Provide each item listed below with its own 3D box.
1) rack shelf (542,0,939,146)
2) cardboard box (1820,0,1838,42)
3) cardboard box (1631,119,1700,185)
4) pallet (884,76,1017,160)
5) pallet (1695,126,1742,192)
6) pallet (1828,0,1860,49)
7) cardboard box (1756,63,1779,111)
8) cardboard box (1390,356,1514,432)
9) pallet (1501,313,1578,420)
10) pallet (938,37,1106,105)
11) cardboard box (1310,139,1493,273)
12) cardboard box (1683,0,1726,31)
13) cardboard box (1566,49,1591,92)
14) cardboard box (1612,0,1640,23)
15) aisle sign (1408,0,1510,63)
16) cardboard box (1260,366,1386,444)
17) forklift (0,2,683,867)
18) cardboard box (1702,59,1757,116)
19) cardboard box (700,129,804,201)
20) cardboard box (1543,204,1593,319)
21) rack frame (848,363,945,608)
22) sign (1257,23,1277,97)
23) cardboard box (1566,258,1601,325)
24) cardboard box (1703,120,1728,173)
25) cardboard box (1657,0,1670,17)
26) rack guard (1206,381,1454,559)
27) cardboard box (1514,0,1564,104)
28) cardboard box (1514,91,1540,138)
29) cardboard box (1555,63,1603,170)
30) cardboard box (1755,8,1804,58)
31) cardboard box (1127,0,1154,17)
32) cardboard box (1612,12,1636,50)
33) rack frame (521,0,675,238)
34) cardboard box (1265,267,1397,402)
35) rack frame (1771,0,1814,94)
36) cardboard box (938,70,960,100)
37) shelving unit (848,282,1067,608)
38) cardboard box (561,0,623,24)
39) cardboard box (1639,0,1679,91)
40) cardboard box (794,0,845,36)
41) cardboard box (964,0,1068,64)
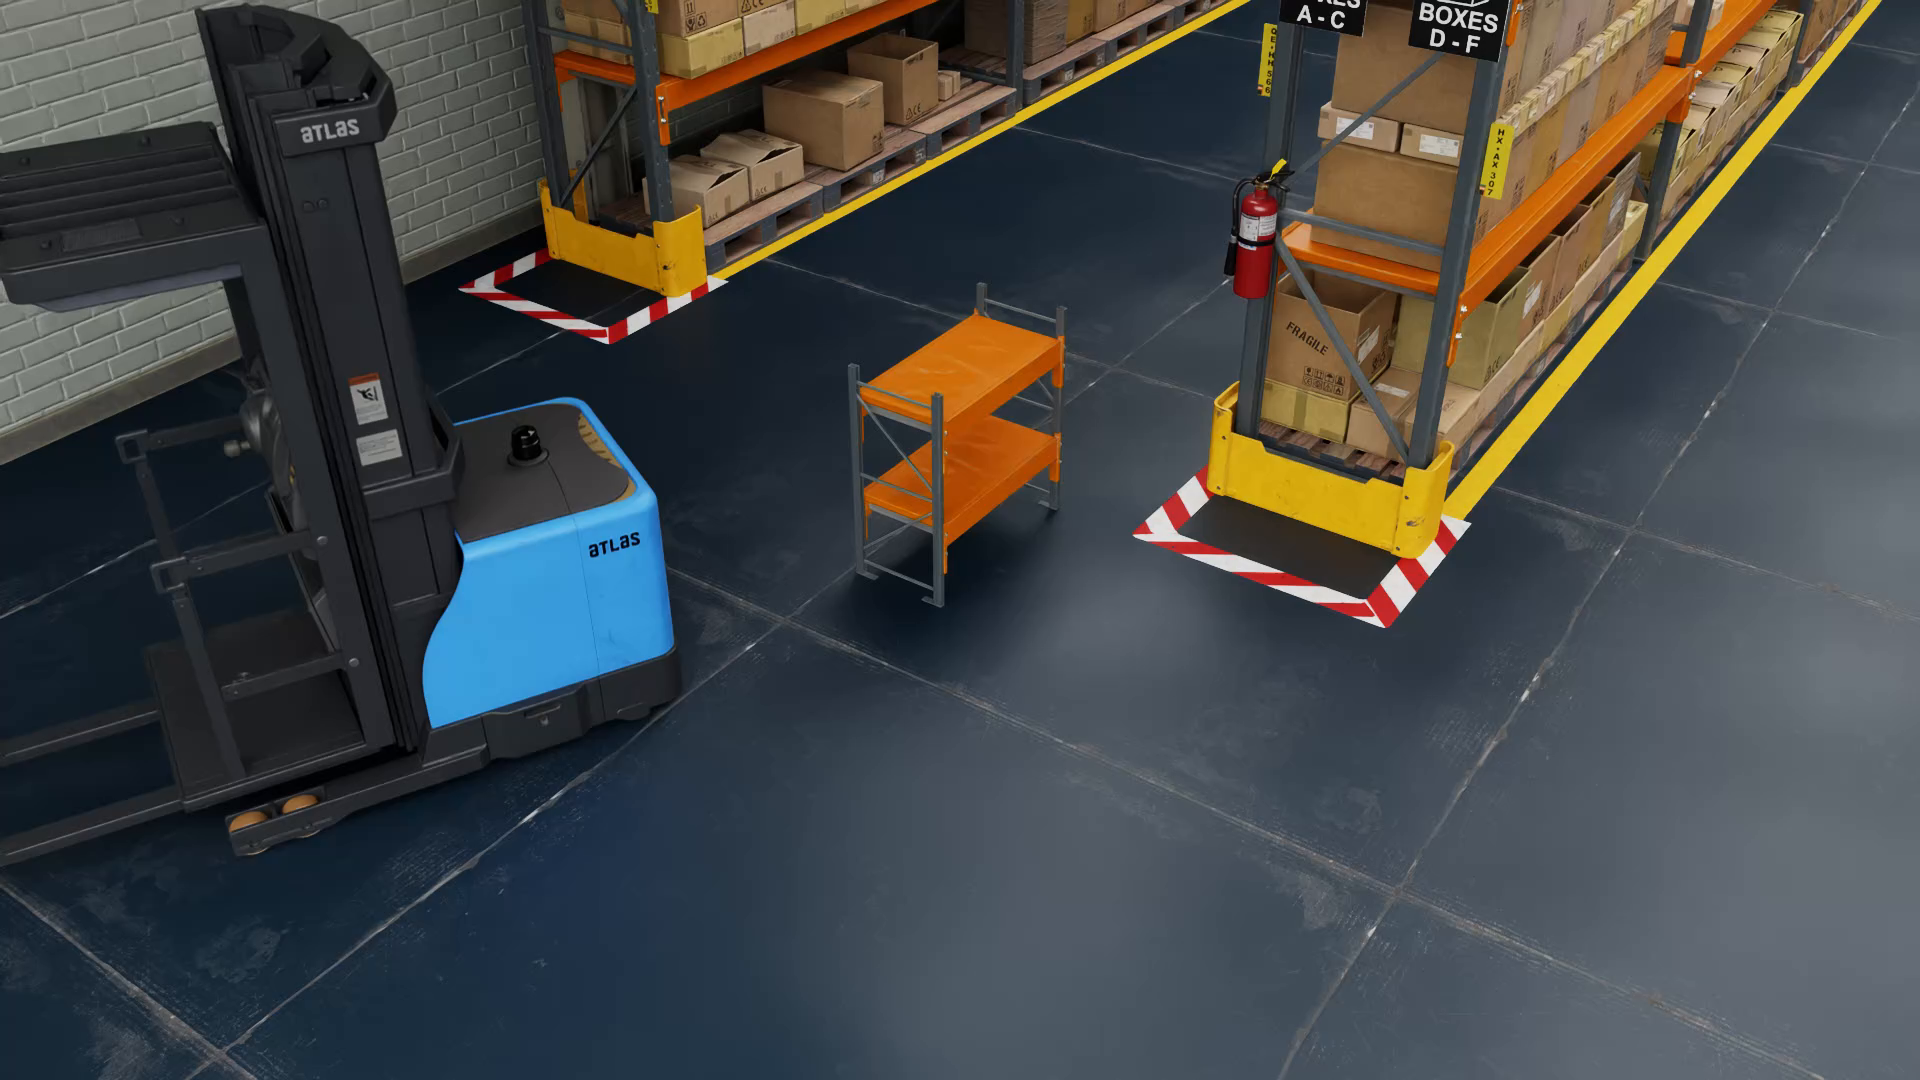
[{"bbox_3d":[-1.083,-3.616,11.561,1.077,0.370,4.000,21,39,28],"label":"rack shelf"},{"bbox_3d":[7.198,-4.602,14.216,0.500,0.500,0.500,20,39,27],"label":"cardboard box"},{"bbox_3d":[4.569,-2.632,11.043,0.500,0.311,0.500,21,40,28],"label":"cardboard box"},{"bbox_3d":[-0.297,-3.359,13.028,1.003,0.211,1.213,21,39,28],"label":"pallet"},{"bbox_3d":[5.212,-3.014,12.518,1.003,0.211,1.213,21,39,28],"label":"pallet"},{"bbox_3d":[7.563,-4.830,15.204,1.003,0.211,1.213,21,39,28],"label":"pallet"},{"bbox_3d":[6.019,-3.571,12.933,0.500,0.250,0.500,21,39,28],"label":"cardboard box"},{"bbox_3d":[2.619,-0.855,8.916,0.500,0.250,0.500,21,39,28],"label":"cardboard box"},{"bbox_3d":[2.946,-1.182,9.810,1.003,0.211,1.213,21,39,28],"label":"pallet"},{"bbox_3d":[0.500,-4.038,14.032,1.003,0.211,1.213,21,39,28],"label":"pallet"},{"bbox_3d":[2.125,-1.665,7.945,0.700,0.500,0.500,21,39,28],"label":"cardboard box"},{"bbox_3d":[4.802,-3.492,10.960,0.380,0.149,0.250,21,39,28],"label":"cardboard box"},{"bbox_3d":[2.981,-2.428,8.495,0.380,0.149,0.250,21,39,28],"label":"cardboard box"},{"bbox_3d":[3.308,-3.163,9.002,0.700,0.500,0.500,21,39,28],"label":"cardboard box"},{"bbox_3d":[2.062,-2.362,6.744,0.394,0.787,0.004,21,39,28],"label":"aisle sign"},{"bbox_3d":[1.911,-0.789,8.819,0.500,0.250,0.500,21,39,28],"label":"cardboard box"},{"bbox_3d":[-2.736,-0.334,6.127,3.031,2.935,1.130,-17,38,-24],"label":"forklift"},{"bbox_3d":[5.445,-3.339,12.089,0.500,0.311,0.500,22,40,29],"label":"cardboard box"},{"bbox_3d":[-1.430,-2.614,11.445,0.500,0.311,0.500,25,41,32],"label":"cardboard box"},{"bbox_3d":[3.194,-1.624,9.383,0.500,0.500,0.500,21,39,28],"label":"cardboard box"},{"bbox_3d":[-0.286,-0.235,7.594,0.500,1.125,0.032,21,39,28],"label":"rack frame"},{"bbox_3d":[1.410,-2.170,7.537,0.100,0.325,0.005,21,39,28],"label":"sign"},{"bbox_3d":[3.478,-1.544,9.935,0.500,0.250,0.500,21,39,28],"label":"cardboard box"},{"bbox_3d":[5.148,-2.869,11.895,0.500,0.250,0.500,20,39,27],"label":"cardboard box"},{"bbox_3d":[3.860,-3.136,9.541,0.380,0.149,0.250,20,39,27],"label":"cardboard box"},{"bbox_3d":[1.834,-0.366,8.345,1.175,0.500,0.348,21,39,28],"label":"rack guard"},{"bbox_3d":[2.450,-2.471,7.978,0.700,0.500,0.500,20,39,27],"label":"cardboard box"},{"bbox_3d":[2.540,-2.071,7.967,0.380,0.149,0.250,21,40,28],"label":"cardboard box"},{"bbox_3d":[3.005,-2.378,9.000,0.700,0.500,0.500,23,40,30],"label":"cardboard box"},{"bbox_3d":[6.313,-4.042,13.128,0.500,0.311,0.500,22,40,29],"label":"cardboard box"},{"bbox_3d":[1.321,-5.036,14.858,0.700,0.500,0.500,21,39,28],"label":"cardboard box"},{"bbox_3d":[3.424,-2.786,9.024,0.380,0.149,0.250,22,40,29],"label":"cardboard box"},{"bbox_3d":[-2.224,-2.993,9.999,1.000,3.000,0.127,21,39,28],"label":"rack frame"},{"bbox_3d":[1.909,-1.100,8.610,0.500,0.500,0.500,21,39,28],"label":"cardboard box"},{"bbox_3d":[6.410,-5.094,13.106,1.000,3.000,0.127,21,39,28],"label":"rack frame"},{"bbox_3d":[-0.223,-3.587,13.013,0.380,0.166,0.250,16,37,22],"label":"cardboard box"},{"bbox_3d":[0.004,-0.469,7.939,0.538,1.125,1.048,21,39,28],"label":"shelving unit"},{"bbox_3d":[-2.129,-3.535,10.246,0.500,0.500,0.500,21,39,28],"label":"cardboard box"},{"bbox_3d":[3.881,-3.089,10.051,0.700,0.500,0.500,20,39,27],"label":"cardboard box"},{"bbox_3d":[-1.105,-3.539,10.921,0.500,0.250,0.500,21,39,27],"label":"cardboard box"},{"bbox_3d":[0.463,-4.325,13.807,0.700,0.500,0.500,23,40,30],"label":"cardboard box"}]
